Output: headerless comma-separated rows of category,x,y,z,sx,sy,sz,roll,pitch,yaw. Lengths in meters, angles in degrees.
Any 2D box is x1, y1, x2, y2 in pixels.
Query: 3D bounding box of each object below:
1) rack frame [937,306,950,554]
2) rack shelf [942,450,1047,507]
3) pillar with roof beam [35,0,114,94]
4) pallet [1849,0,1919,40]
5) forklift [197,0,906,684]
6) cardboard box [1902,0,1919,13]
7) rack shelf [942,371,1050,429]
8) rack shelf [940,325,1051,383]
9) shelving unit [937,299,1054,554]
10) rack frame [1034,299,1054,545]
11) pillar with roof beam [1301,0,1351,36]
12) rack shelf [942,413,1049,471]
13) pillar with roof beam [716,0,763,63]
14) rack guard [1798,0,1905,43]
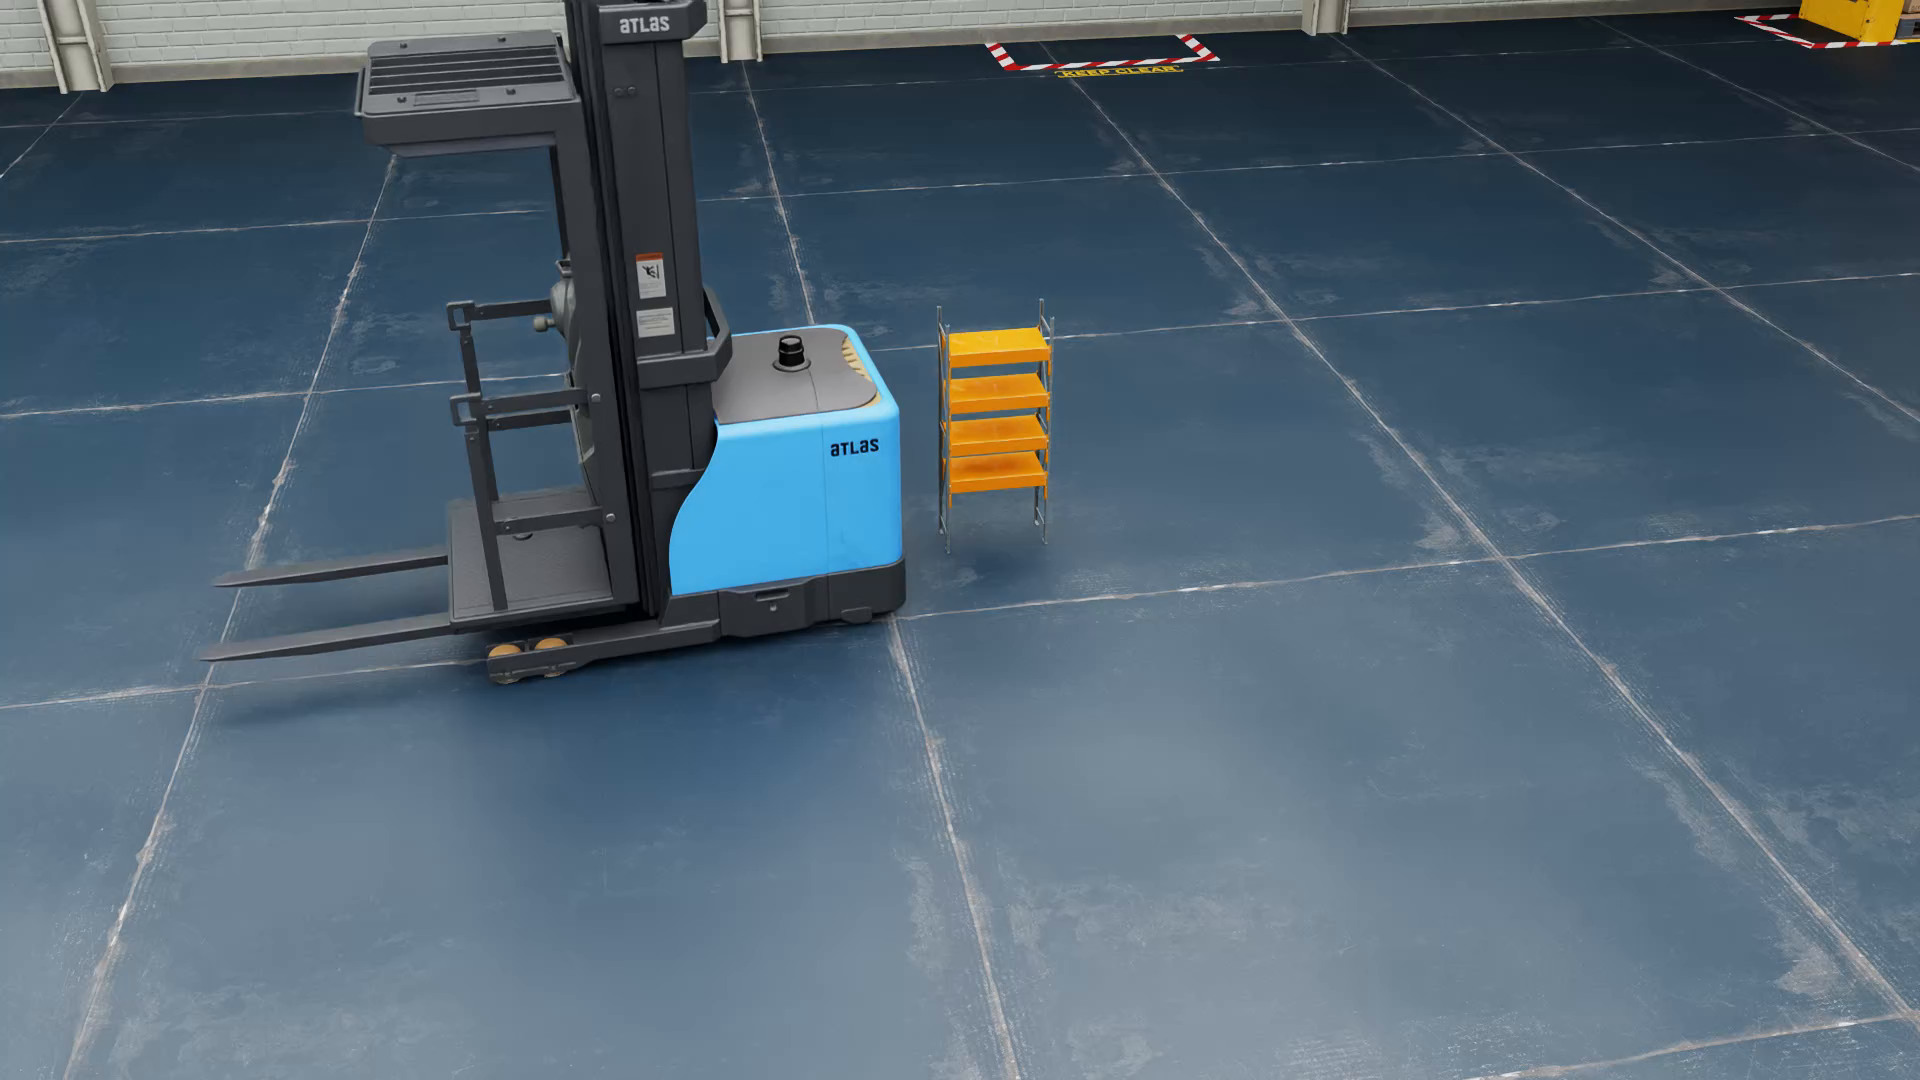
rack frame,-0.077,-0.510,7.934,0.015,1.200,0.240,-5,31,-9
rack shelf,0.163,-0.303,8.106,0.480,0.148,0.258,-5,31,-9
pillar with roof beam,-7.266,-5.902,9.409,0.400,9.000,9.100,-5,31,-9
pallet,10.011,-5.471,17.347,1.213,0.211,1.003,-5,31,-9
forklift,-1.824,-0.940,6.958,3.031,2.935,1.130,-8,31,-13
cardboard box,9.828,-5.659,17.133,0.500,0.311,0.500,-9,32,-15
rack shelf,0.163,-0.667,7.892,0.480,0.148,0.258,-5,31,-9
rack shelf,0.163,-0.871,7.772,0.480,0.148,0.258,-5,31,-9
shelving unit,0.163,-0.532,7.972,0.503,1.200,0.258,-5,31,-9
rack frame,0.403,-0.555,8.009,0.015,1.200,0.240,-5,31,-9
pillar with roof beam,4.537,-6.997,11.272,0.400,9.000,9.100,-5,31,-9
rack shelf,0.163,-0.474,8.006,0.480,0.148,0.258,-5,31,-9
pillar with roof beam,-1.364,-6.449,10.340,0.400,9.000,9.100,-5,31,-9
rack guard,9.206,-5.539,17.178,0.348,0.500,1.175,-5,31,-9
